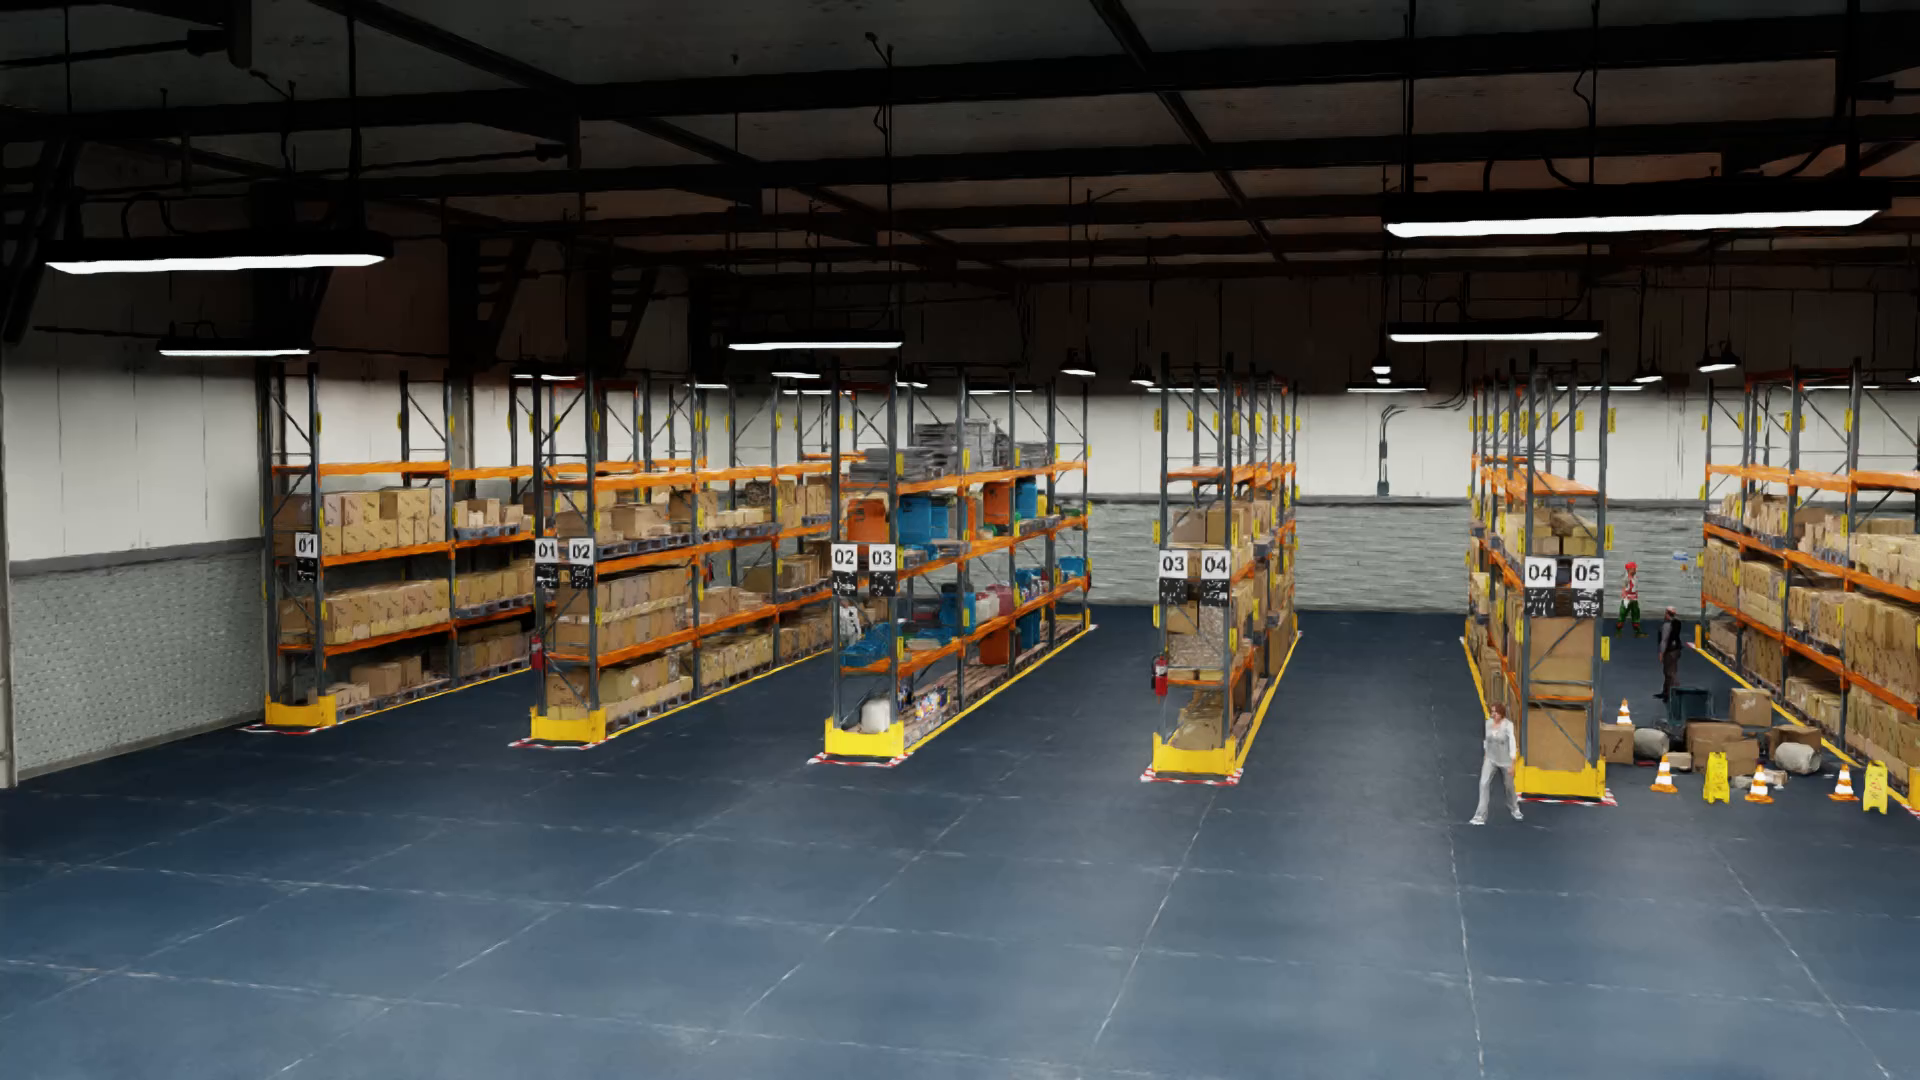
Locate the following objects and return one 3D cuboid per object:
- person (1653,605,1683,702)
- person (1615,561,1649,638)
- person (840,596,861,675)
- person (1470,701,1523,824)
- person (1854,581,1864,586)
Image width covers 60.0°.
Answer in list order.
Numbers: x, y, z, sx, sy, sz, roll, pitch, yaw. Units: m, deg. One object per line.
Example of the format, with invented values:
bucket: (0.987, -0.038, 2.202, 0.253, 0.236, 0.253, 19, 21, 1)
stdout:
person: (12.724, 2.027, 29.880, 0.569, 1.719, 0.618, 4, 5, 42)
person: (15.601, 1.381, 38.633, 0.718, 1.780, 0.568, -3, 5, -36)
person: (-2.255, 1.856, 33.101, 0.499, 1.580, 1.073, 1, 4, 13)
person: (6.739, 2.770, 20.788, 0.457, 1.535, 0.884, 3, 5, 38)
person: (21.317, 1.303, 39.820, 0.522, 1.764, 0.689, -1, 4, -19)
